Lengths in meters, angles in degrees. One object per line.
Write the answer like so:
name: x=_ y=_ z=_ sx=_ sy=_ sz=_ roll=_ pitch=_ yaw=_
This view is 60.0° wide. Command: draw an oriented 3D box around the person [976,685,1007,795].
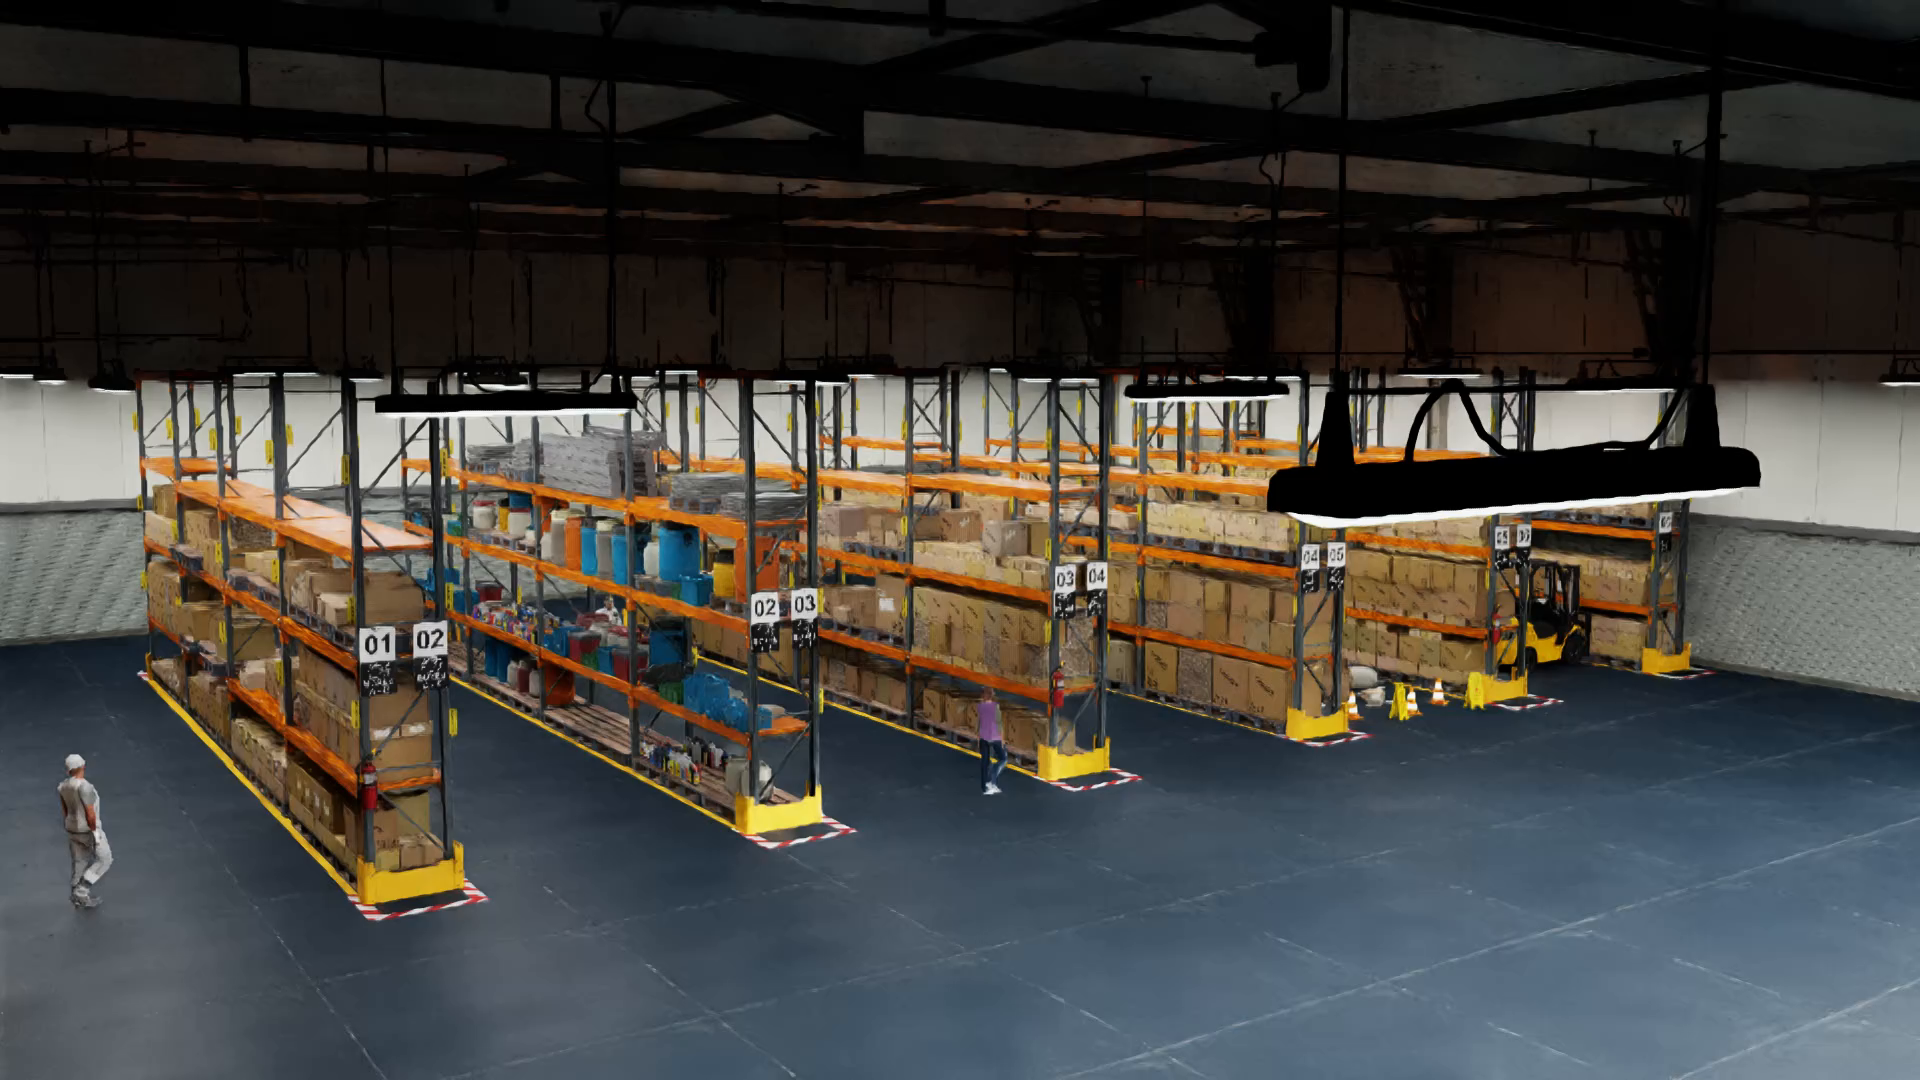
person: x=0.429 y=2.865 z=23.736 sx=0.459 sy=1.594 sz=0.407 roll=3 pitch=7 yaw=26

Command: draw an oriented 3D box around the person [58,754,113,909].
person: x=-9.982 y=3.313 z=18.899 sx=0.598 sy=1.786 sz=0.443 roll=4 pitch=7 yaw=29

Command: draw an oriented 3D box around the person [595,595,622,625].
person: x=-6.908 y=1.862 z=32.517 sx=0.639 sy=1.632 sz=0.498 roll=-5 pitch=8 yaw=-36
